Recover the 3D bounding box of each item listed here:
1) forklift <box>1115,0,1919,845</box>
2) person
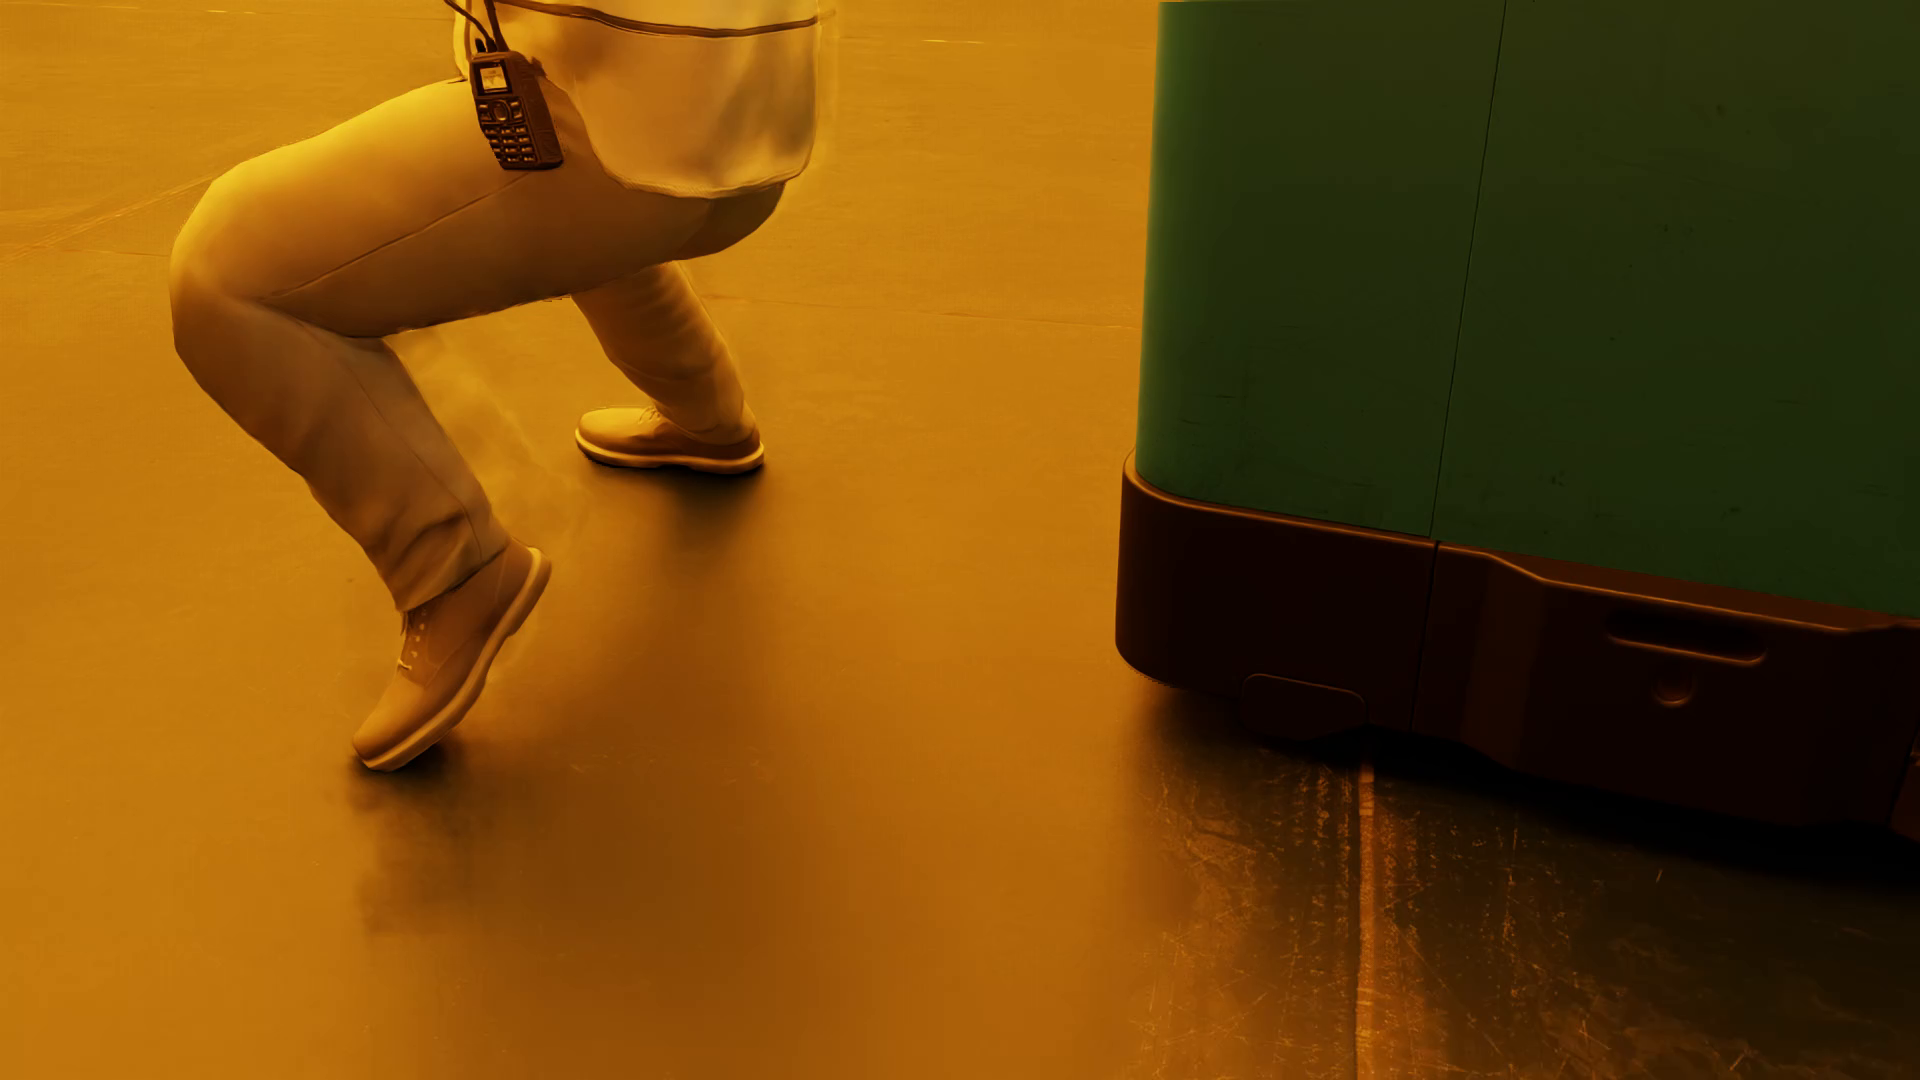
[{"bbox_3d":[1.763,-1.054,1.335,3.031,2.935,1.130,10,28,19],"label":"forklift"},{"bbox_3d":[-0.556,-0.594,2.034,0.785,1.523,1.013,11,29,21],"label":"person"}]
